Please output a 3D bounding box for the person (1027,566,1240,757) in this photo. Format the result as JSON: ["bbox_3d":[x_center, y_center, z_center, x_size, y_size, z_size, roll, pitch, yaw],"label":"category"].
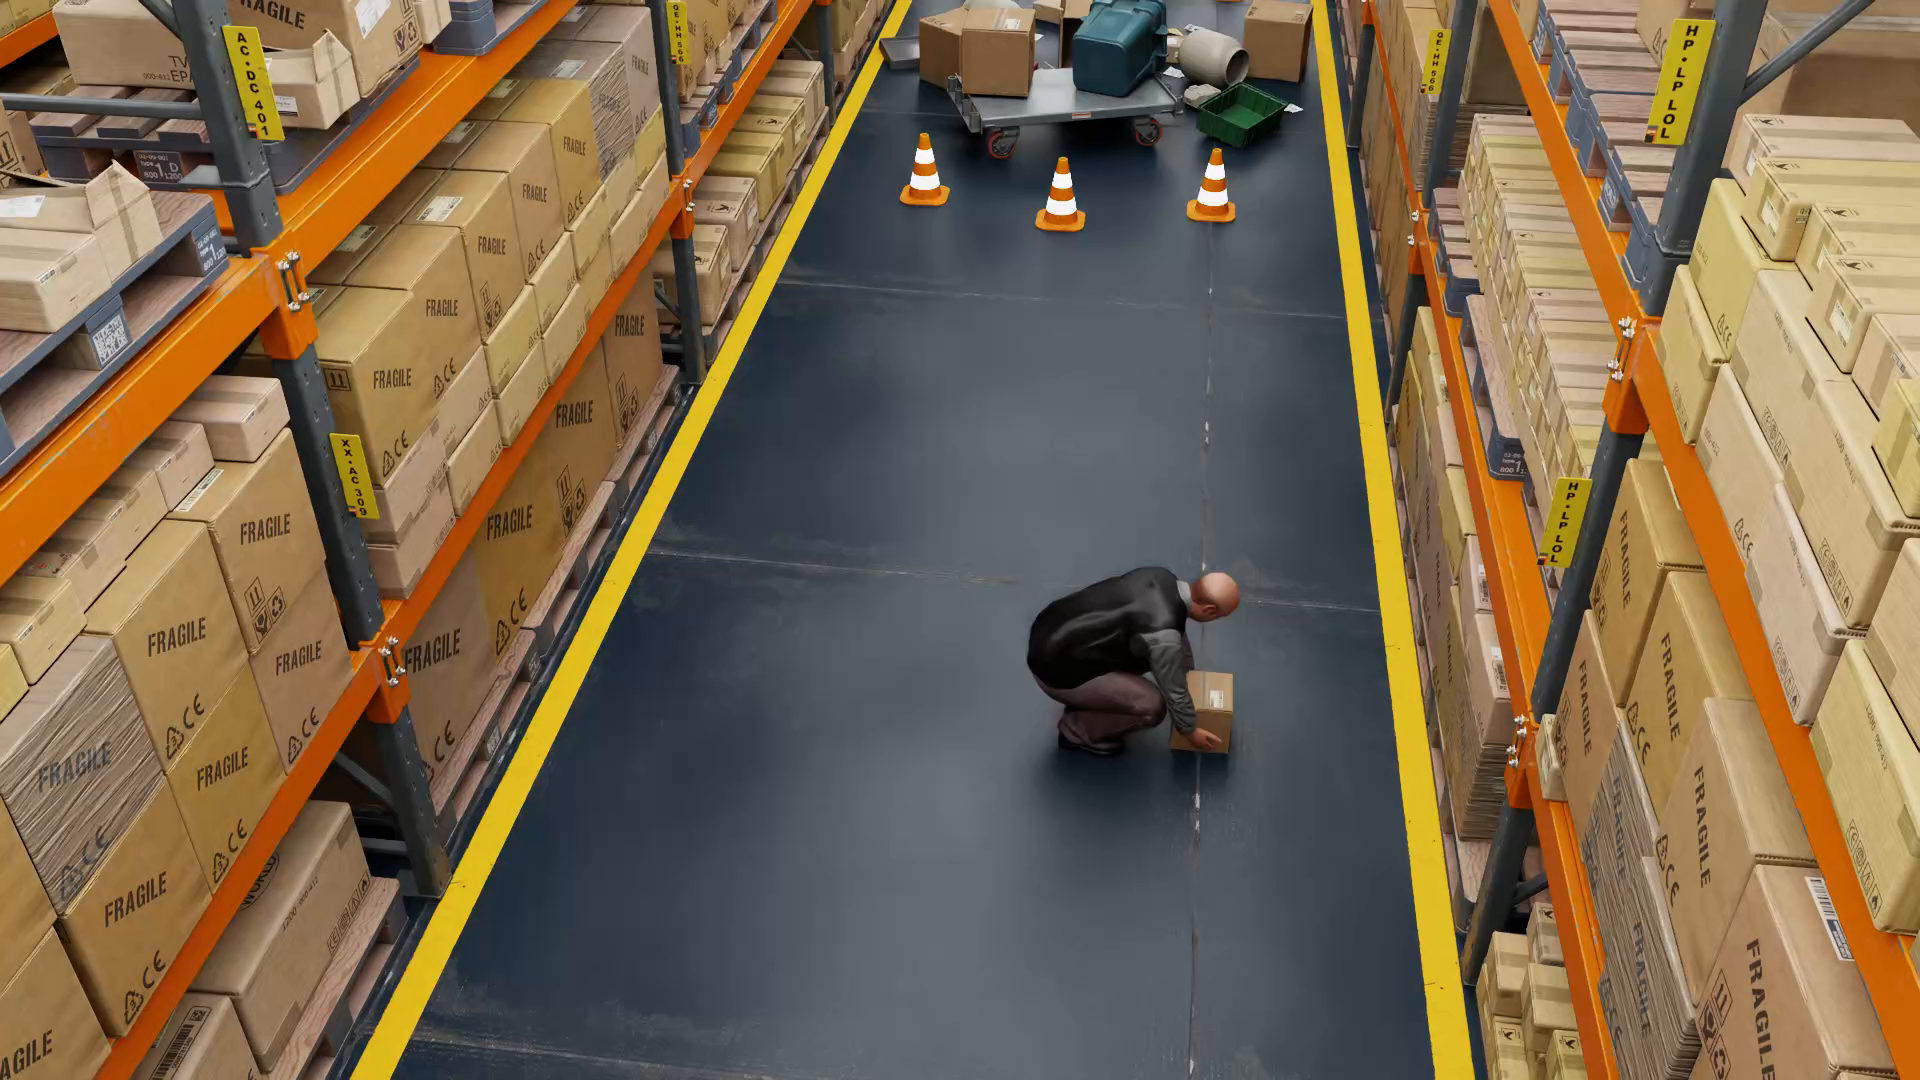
[{"bbox_3d":[0.731,0.497,7.148,0.876,0.833,0.533,4,36,6],"label":"person"}]
